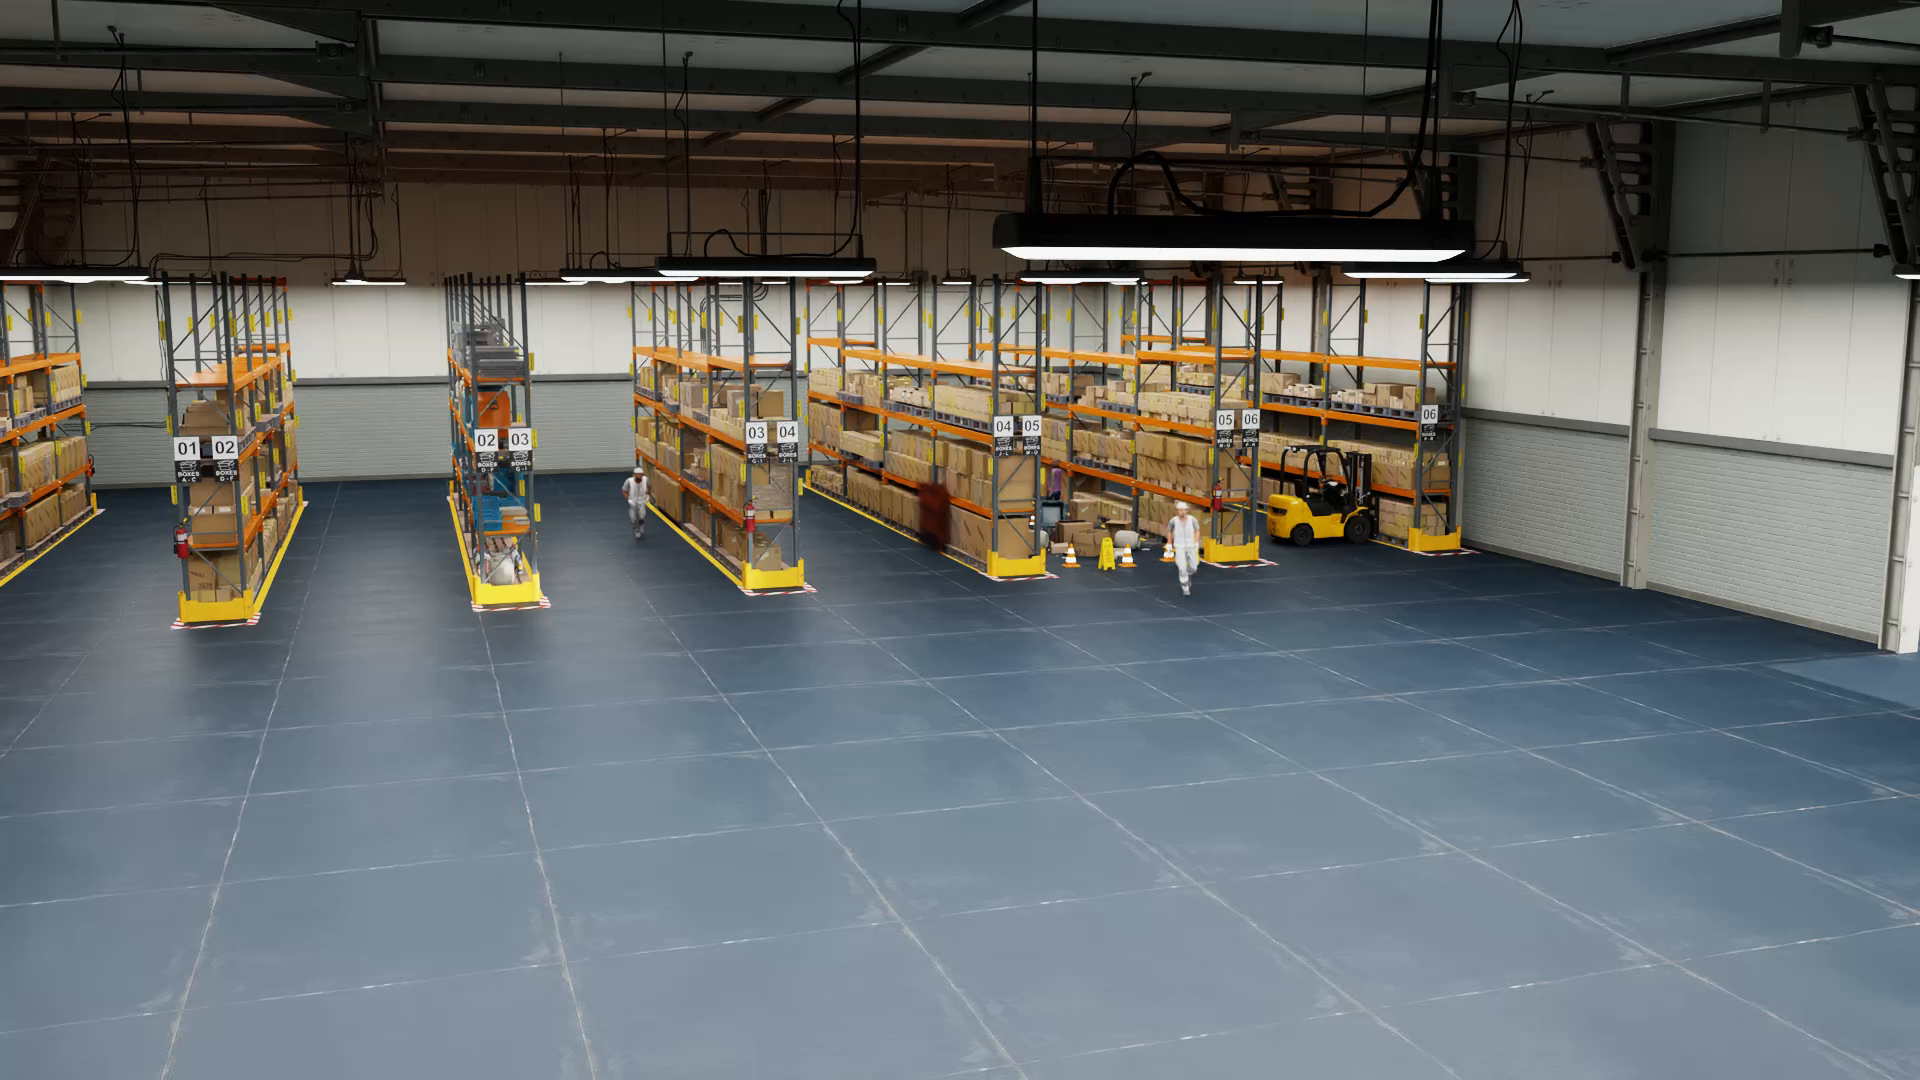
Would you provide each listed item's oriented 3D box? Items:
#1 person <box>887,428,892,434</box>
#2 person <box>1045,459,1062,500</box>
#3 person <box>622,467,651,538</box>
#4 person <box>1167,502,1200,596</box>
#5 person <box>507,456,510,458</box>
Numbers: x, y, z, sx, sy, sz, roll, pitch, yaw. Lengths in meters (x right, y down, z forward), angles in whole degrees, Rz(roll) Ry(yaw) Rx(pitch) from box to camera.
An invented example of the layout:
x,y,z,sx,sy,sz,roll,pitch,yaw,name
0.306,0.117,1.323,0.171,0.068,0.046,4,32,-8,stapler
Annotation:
x,y,z,sx,sy,sz,roll,pitch,yaw,name
-2.022,-2.405,48.411,0.433,1.682,0.521,7,11,39,person
2.313,-1.174,40.596,0.372,1.612,0.447,7,11,39,person
-7.436,-0.860,38.270,0.661,1.667,0.688,-1,9,-10,person
4.213,0.139,31.379,0.583,1.754,0.687,-1,9,-4,person
-12.965,-2.391,48.271,0.557,1.666,1.099,-3,9,-22,person
